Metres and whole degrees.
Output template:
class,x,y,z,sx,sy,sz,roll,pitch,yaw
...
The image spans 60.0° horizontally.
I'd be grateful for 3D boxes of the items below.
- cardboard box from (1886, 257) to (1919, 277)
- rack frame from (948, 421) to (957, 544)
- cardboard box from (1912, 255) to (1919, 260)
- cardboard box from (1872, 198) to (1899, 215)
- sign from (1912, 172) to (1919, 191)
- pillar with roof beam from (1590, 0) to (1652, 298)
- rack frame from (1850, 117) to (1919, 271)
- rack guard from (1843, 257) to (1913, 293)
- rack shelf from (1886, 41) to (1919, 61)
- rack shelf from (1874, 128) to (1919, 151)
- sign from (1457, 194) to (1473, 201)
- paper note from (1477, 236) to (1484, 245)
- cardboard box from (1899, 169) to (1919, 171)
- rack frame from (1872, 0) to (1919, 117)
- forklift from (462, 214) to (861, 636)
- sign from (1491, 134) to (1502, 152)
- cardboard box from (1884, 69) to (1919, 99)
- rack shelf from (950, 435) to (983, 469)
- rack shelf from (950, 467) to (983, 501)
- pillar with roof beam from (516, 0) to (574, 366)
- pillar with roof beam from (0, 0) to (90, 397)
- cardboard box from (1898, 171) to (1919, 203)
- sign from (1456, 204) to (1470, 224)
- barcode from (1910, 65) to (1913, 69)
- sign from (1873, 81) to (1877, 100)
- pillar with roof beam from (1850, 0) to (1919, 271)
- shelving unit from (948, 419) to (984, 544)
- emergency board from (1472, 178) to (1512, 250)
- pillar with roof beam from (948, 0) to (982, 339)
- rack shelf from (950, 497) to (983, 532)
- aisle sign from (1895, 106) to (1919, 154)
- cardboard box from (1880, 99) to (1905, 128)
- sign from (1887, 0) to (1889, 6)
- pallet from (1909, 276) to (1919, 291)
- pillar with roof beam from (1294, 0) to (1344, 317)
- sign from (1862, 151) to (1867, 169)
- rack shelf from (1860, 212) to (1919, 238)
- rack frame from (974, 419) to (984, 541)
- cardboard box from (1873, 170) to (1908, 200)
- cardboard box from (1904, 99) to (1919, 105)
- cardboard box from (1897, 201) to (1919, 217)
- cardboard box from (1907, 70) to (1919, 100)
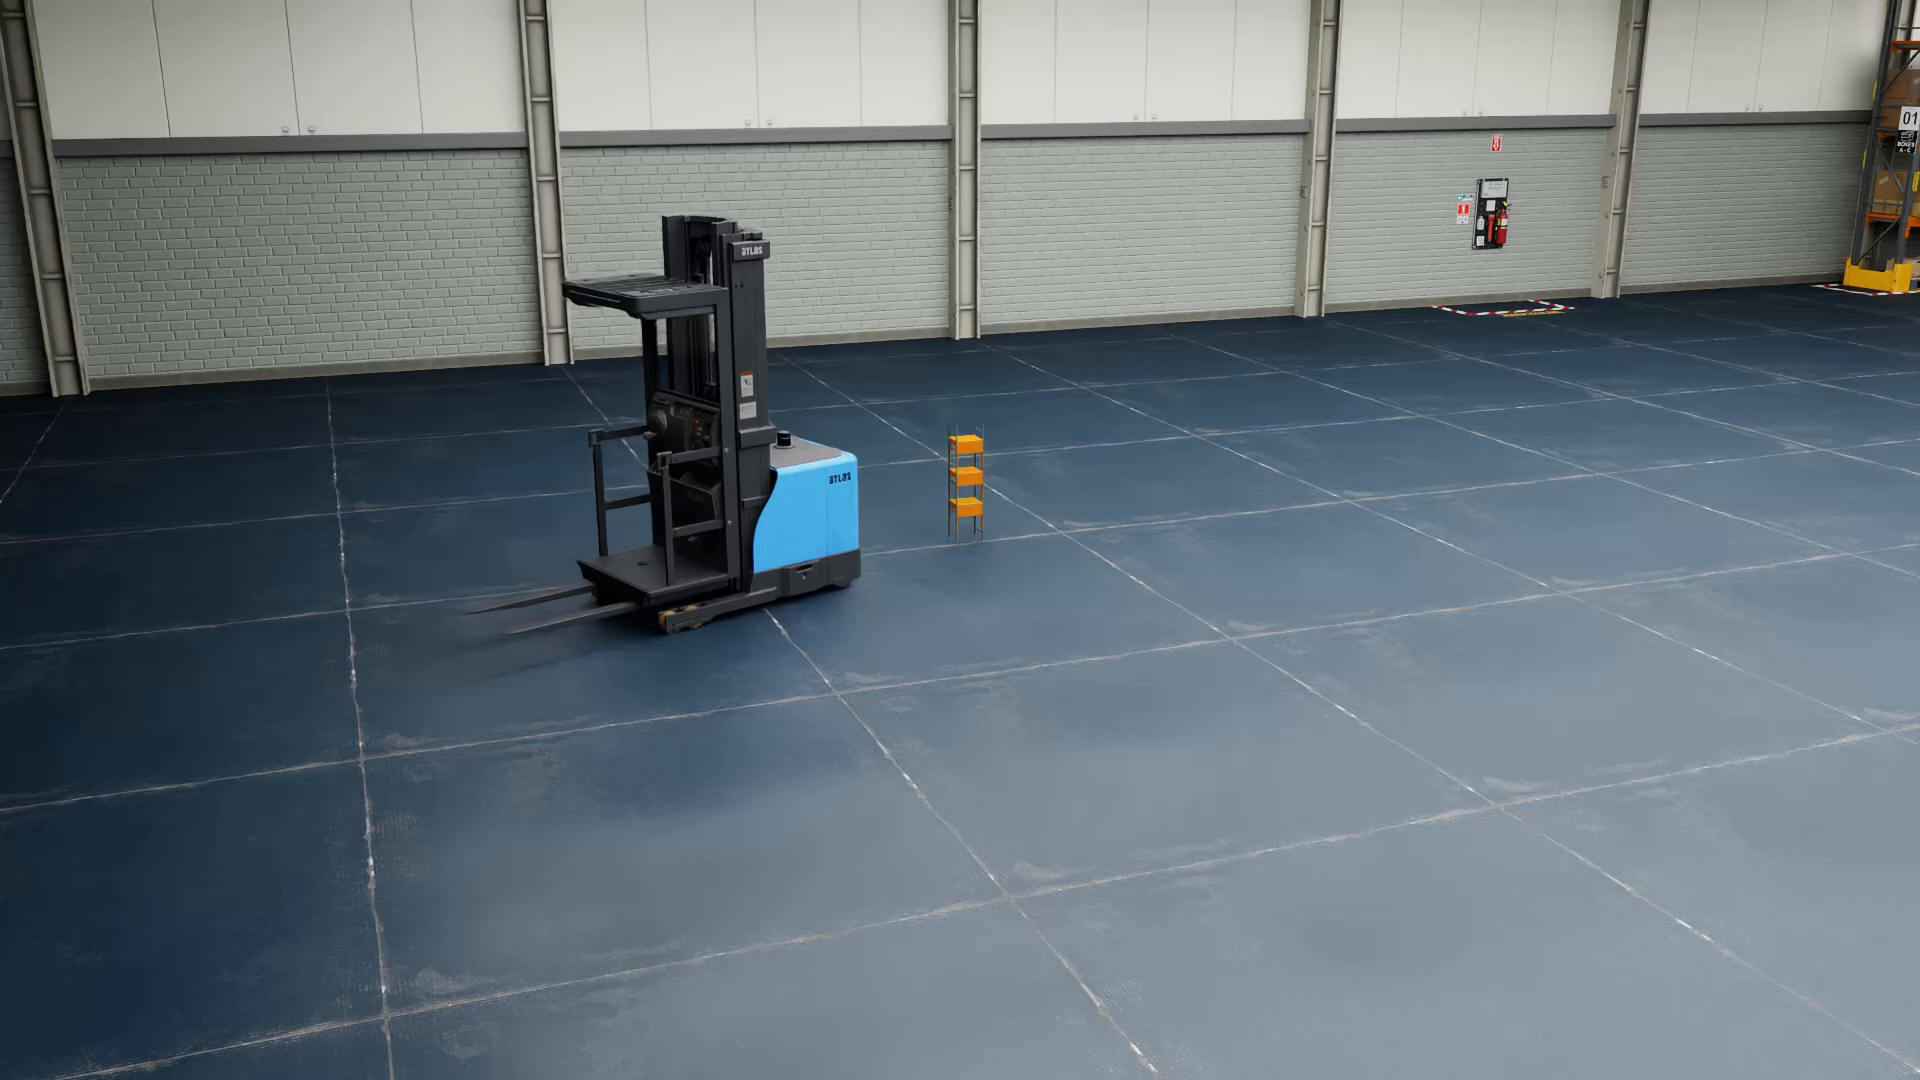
class,x,y,z,sx,sy,sz,roll,pitch,yaw
cardboard box,17.208,-4.969,30.188,0.500,0.311,0.500,-8,18,-26
rack frame,-0.064,-0.497,14.427,0.008,1.050,0.200,-6,17,-20
cardboard box,17.741,-5.027,30.383,0.500,0.311,0.500,-5,17,-15
cardboard box,16.897,-6.038,30.066,0.500,0.250,0.500,-6,17,-19
sign,16.724,-6.275,29.106,0.005,0.325,0.100,-6,17,-20
pillar with roof beam,12.812,-7.441,23.967,0.400,9.000,9.100,-6,17,-20
rack frame,16.530,-6.002,29.714,0.127,3.000,1.000,-6,17,-20
rack guard,16.601,-4.810,30.092,0.348,0.500,1.175,-6,17,-20
rack shelf,18.398,-8.735,29.657,4.000,0.370,1.077,-6,17,-20
rack shelf,18.398,-7.298,30.079,4.000,0.370,1.077,-6,17,-20
sign,8.404,-5.697,27.671,0.331,0.109,0.001,-6,17,-20
paper note,8.760,-5.034,27.980,0.142,0.148,0.016,-6,17,-20
cardboard box,17.368,-6.451,30.143,0.500,0.500,0.500,-6,17,-19
rack frame,16.530,-8.881,28.868,0.127,3.000,1.000,-6,17,-20
forklift,-2.243,-0.882,12.400,3.031,2.935,1.130,-14,21,-39
sign,8.907,-6.594,27.615,0.199,0.298,0.001,-6,17,-20
cardboard box,16.839,-8.091,29.516,0.500,0.500,0.500,-5,17,-18
rack shelf,0.050,-0.771,14.392,0.240,0.259,0.215,-6,17,-20
rack shelf,0.050,-0.499,14.472,0.240,0.259,0.215,-6,17,-20
pillar with roof beam,-3.996,-5.626,17.787,0.400,9.000,9.100,-6,17,-20
pillar with roof beam,-9.599,-5.021,15.727,0.400,9.000,9.100,-6,17,-20
cardboard box,17.083,-6.269,29.521,0.500,0.500,0.500,-6,17,-20
sign,8.397,-5.445,27.752,0.234,0.329,0.001,-6,17,-20
barcode,17.014,-8.460,29.743,0.075,0.075,0.001,-6,17,-20
sign,16.350,-8.014,29.671,0.005,0.325,0.100,-6,17,-20
pillar with roof beam,18.415,-8.046,26.027,0.400,9.000,9.100,-6,17,-20
shelving unit,0.050,-0.509,14.469,0.252,1.050,0.215,-6,17,-20
emergency board,8.950,-5.456,27.855,0.643,1.169,0.194,-6,17,-20
pillar with roof beam,1.606,-6.231,19.847,0.400,9.000,9.100,-6,17,-20
rack shelf,0.050,-0.232,14.550,0.240,0.259,0.215,-6,17,-20
aisle sign,16.570,-7.163,29.054,0.004,0.787,0.394,-6,17,-20
cardboard box,16.829,-7.608,29.644,0.500,0.500,0.500,-5,17,-16
sign,16.350,-9.553,29.219,0.005,0.325,0.100,-6,17,-20
pallet,17.372,-4.744,30.380,1.213,0.211,1.003,-6,17,-20
pillar with roof beam,7.209,-6.836,21.907,0.400,9.000,9.100,-6,17,-20
sign,16.350,-6.857,30.010,0.005,0.325,0.100,-6,17,-20
rack shelf,18.398,-5.859,30.502,4.000,0.370,1.077,-6,17,-20
rack frame,0.164,-0.521,14.511,0.008,1.050,0.200,-6,17,-20
cardboard box,16.894,-6.403,29.979,0.500,0.500,0.500,-6,18,-21
cardboard box,16.932,-7.467,29.165,0.500,0.500,0.500,-6,17,-19
cardboard box,17.099,-5.905,29.615,0.500,0.250,0.500,-7,18,-22
cardboard box,16.977,-7.954,29.048,0.500,0.500,0.500,-8,18,-24
